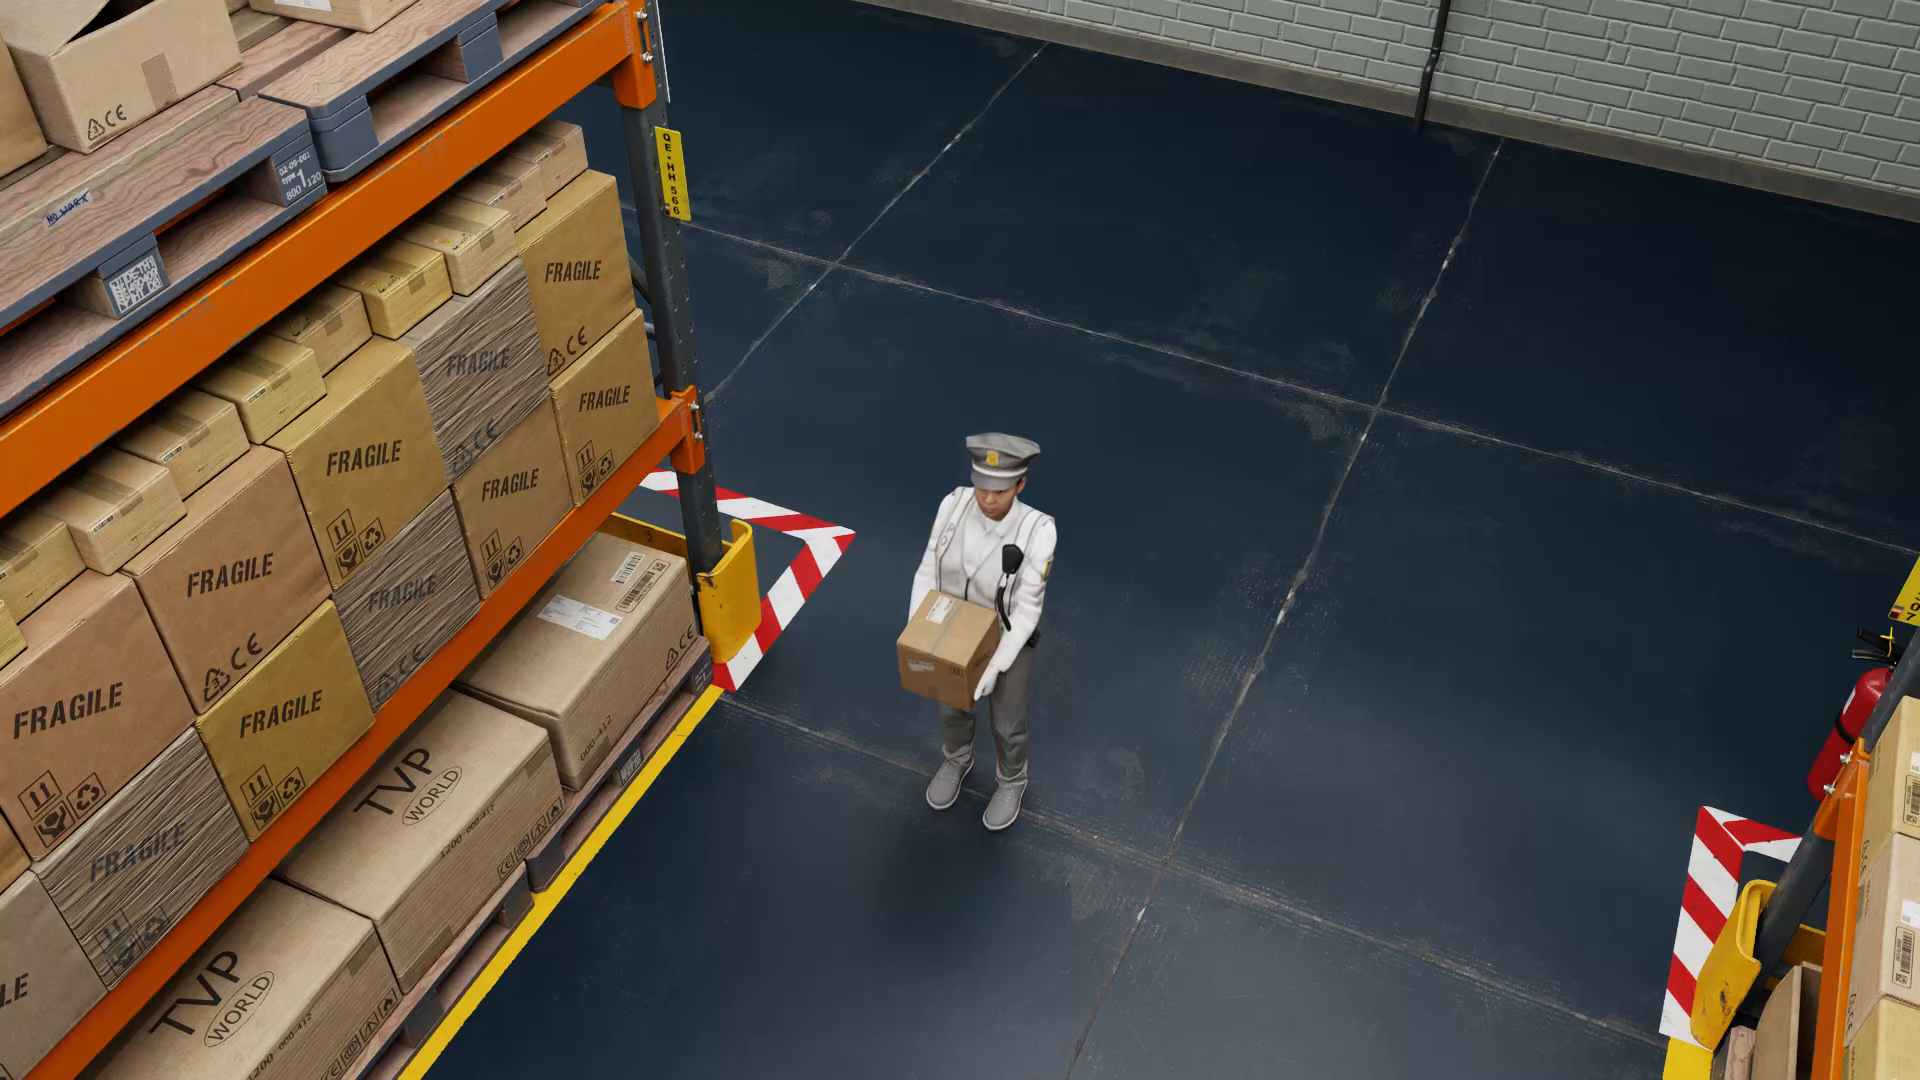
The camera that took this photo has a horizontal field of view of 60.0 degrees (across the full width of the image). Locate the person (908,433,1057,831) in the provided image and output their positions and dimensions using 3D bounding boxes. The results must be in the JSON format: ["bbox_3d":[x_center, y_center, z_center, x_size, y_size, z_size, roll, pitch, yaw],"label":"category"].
[{"bbox_3d":[0.053,0.368,5.738,0.458,1.686,0.558,18,45,19],"label":"person"}]
